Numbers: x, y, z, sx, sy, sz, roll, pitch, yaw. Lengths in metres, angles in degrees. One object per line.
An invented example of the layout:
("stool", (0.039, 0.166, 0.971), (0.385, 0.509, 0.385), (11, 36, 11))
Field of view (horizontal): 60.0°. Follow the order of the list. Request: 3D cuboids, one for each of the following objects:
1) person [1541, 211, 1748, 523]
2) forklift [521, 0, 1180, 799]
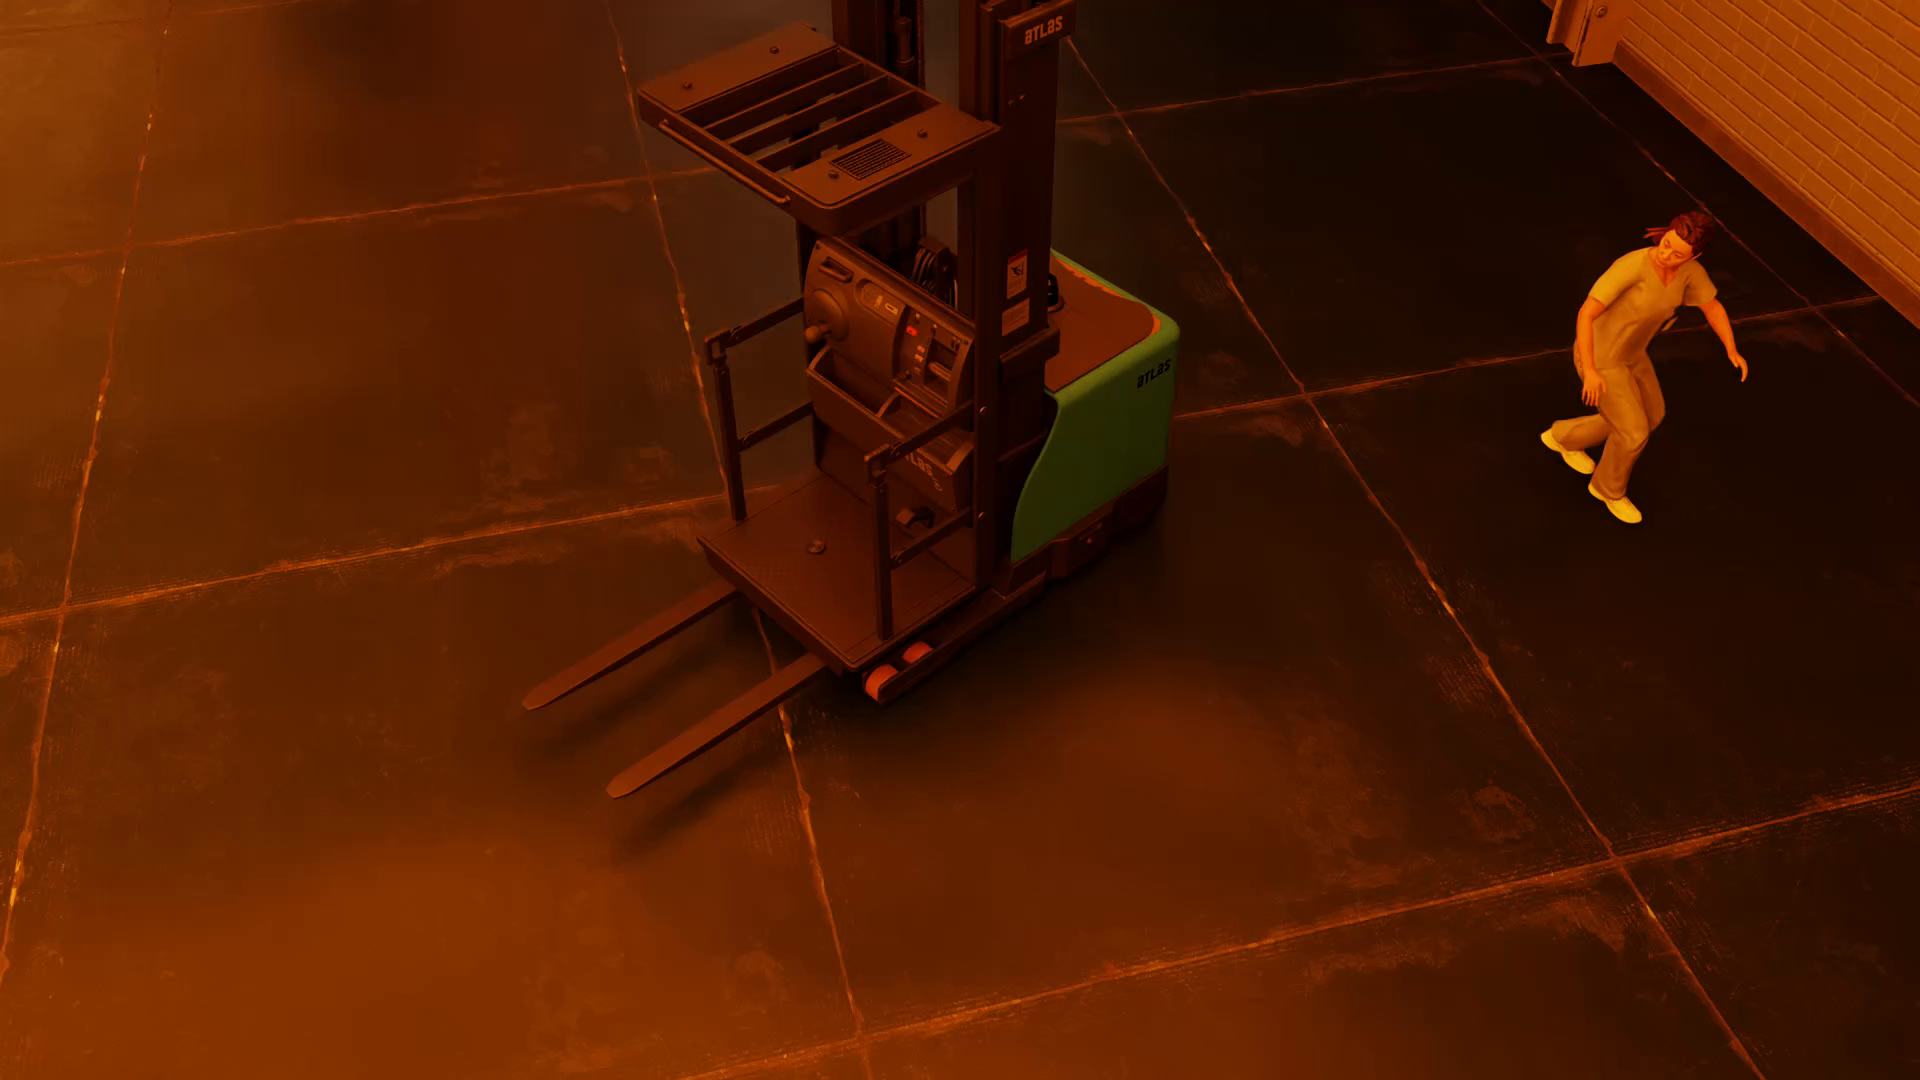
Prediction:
("person", (3.017, -0.743, 7.395), (0.753, 1.553, 0.764), (-26, 49, -25))
("forklift", (-0.448, -0.781, 6.471), (3.031, 2.935, 1.130), (-32, 52, -30))
